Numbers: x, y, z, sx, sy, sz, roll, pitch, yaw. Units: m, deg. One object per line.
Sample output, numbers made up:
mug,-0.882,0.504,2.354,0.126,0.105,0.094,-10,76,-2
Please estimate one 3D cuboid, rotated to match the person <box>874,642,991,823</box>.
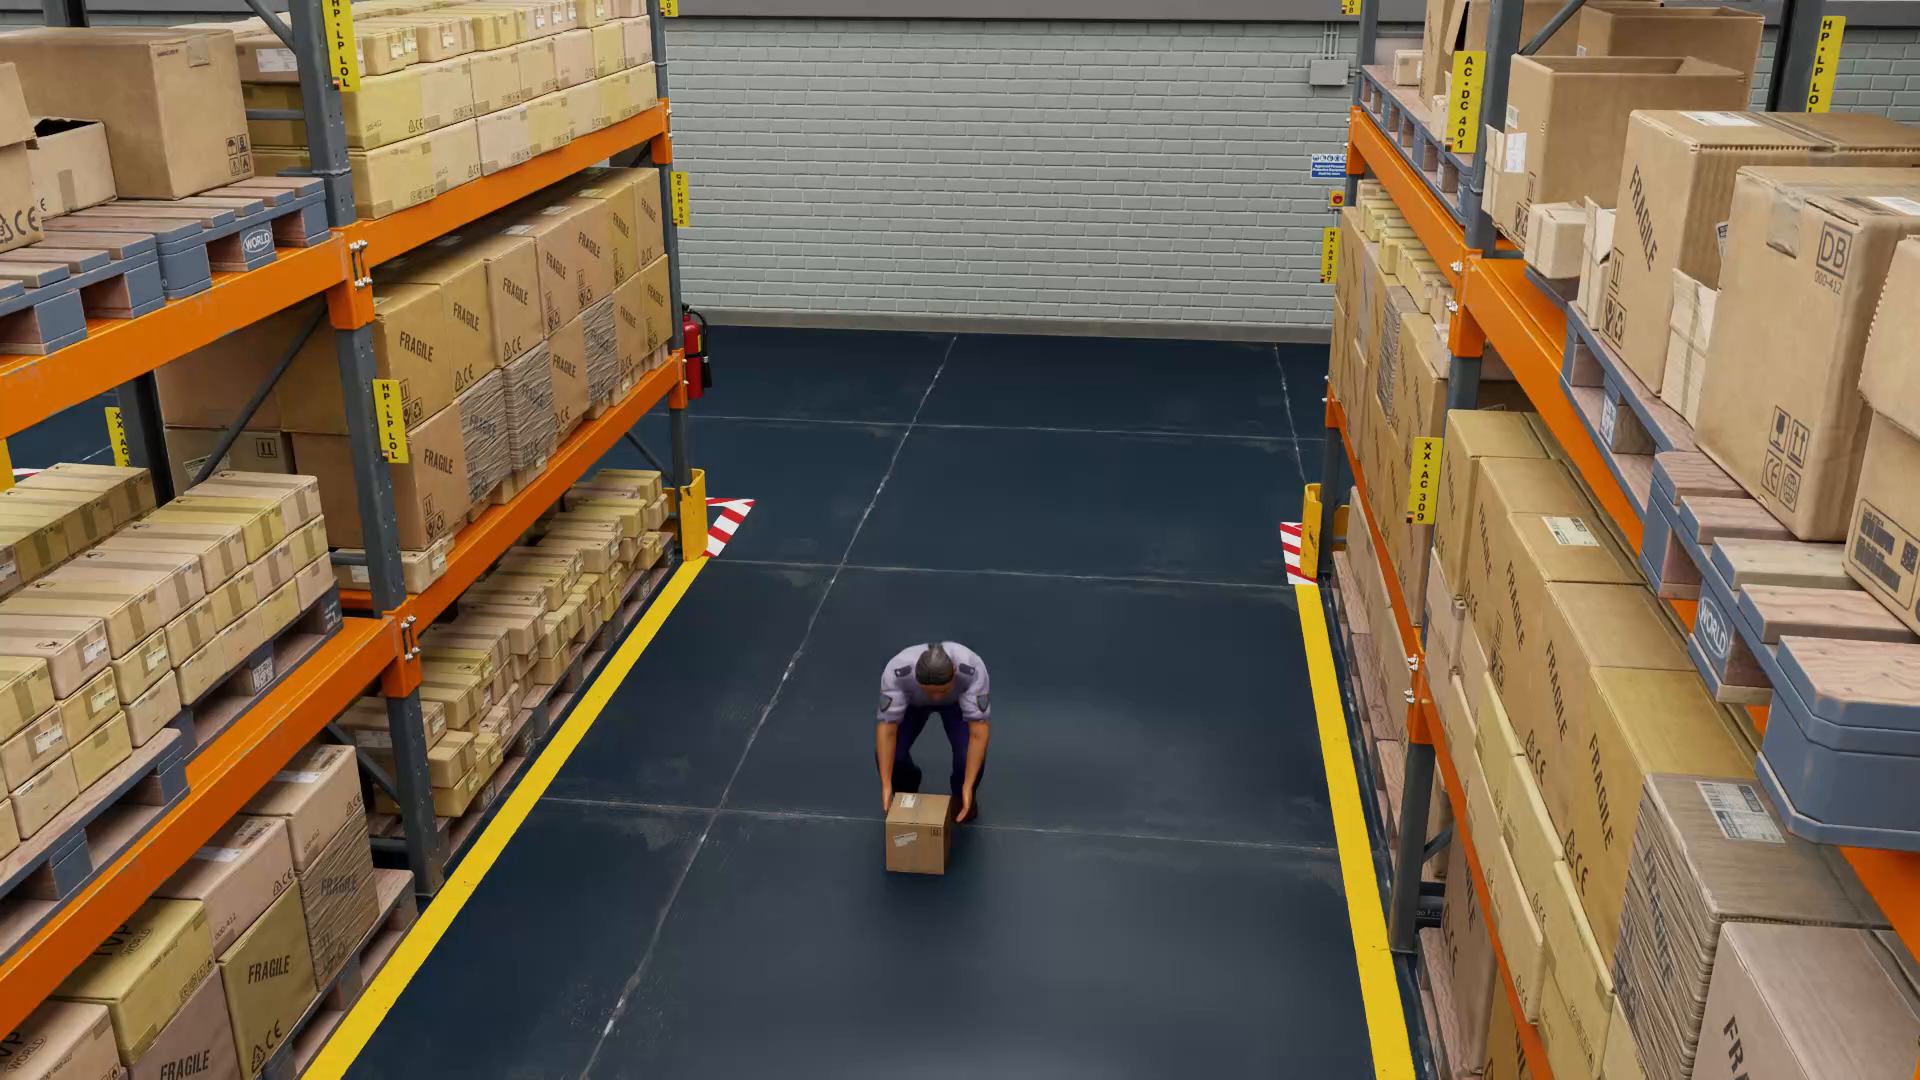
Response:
person,-0.109,0.807,7.454,0.526,0.986,0.803,2,21,6
